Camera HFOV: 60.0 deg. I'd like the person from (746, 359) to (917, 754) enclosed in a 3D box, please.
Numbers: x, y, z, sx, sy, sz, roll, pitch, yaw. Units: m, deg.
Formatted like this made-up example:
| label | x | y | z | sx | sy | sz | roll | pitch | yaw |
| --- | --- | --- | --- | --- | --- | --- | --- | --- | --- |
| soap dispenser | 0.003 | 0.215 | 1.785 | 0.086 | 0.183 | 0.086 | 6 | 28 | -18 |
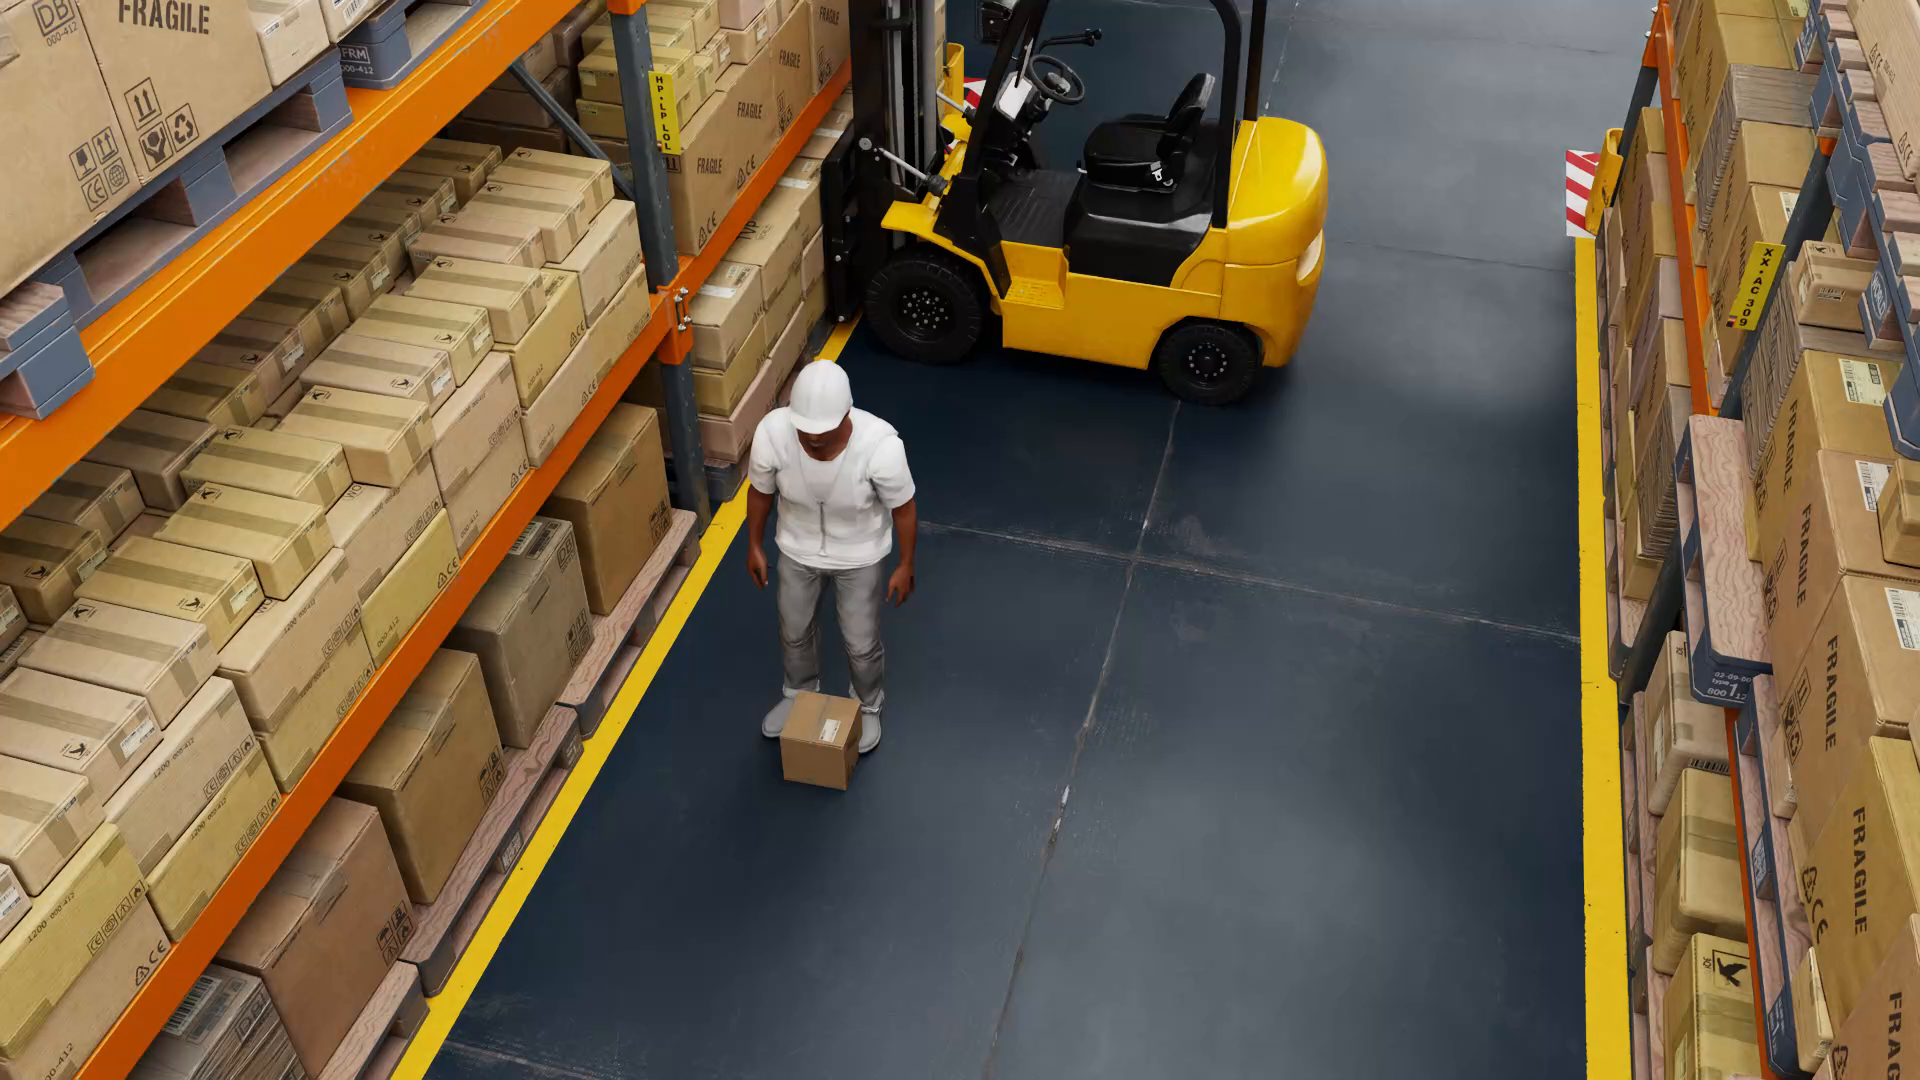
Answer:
| label | x | y | z | sx | sy | sz | roll | pitch | yaw |
| --- | --- | --- | --- | --- | --- | --- | --- | --- | --- |
| person | -0.474 | 0.059 | 6.076 | 0.635 | 1.760 | 0.455 | 8 | 41 | 9 |
